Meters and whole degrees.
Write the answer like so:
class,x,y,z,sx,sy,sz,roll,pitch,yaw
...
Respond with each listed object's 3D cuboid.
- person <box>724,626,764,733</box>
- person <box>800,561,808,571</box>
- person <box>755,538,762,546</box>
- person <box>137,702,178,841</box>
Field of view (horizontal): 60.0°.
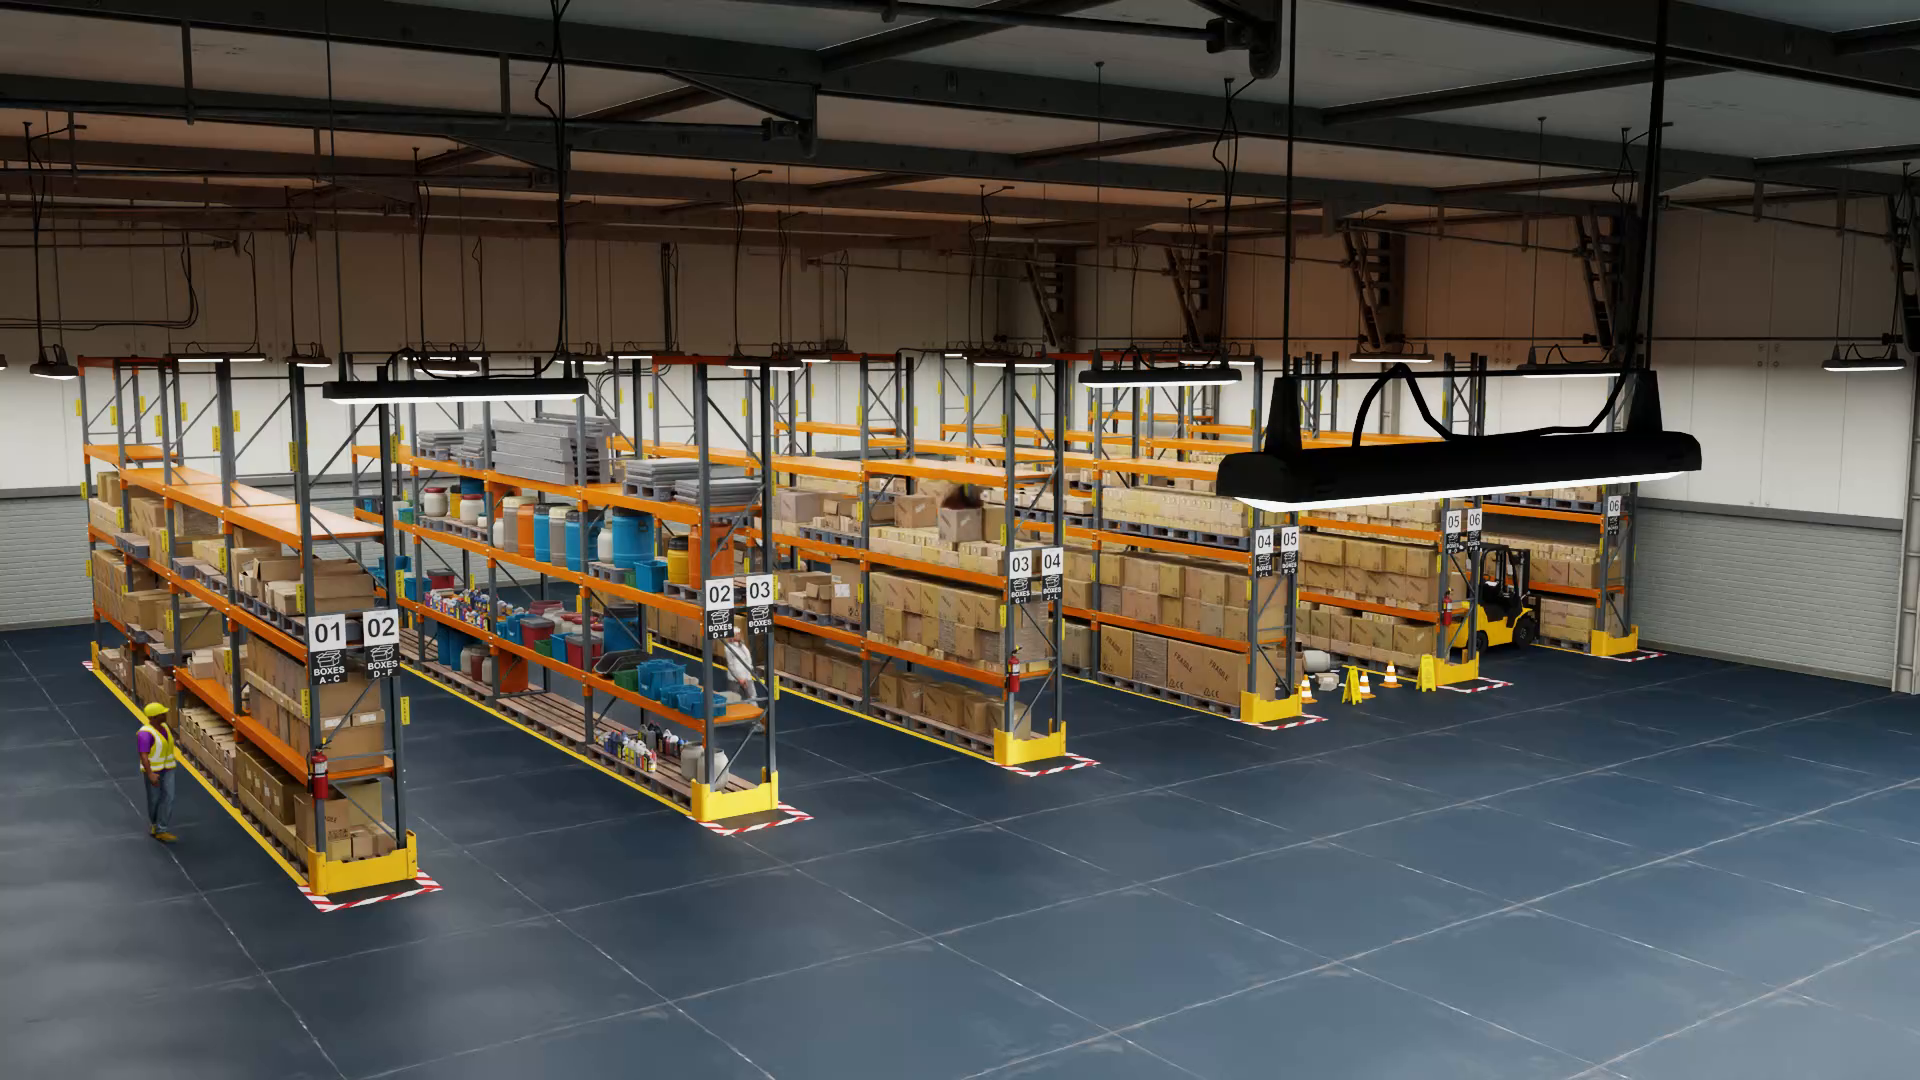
class,x,y,z,sx,sy,sz,roll,pitch,yaw
person,-3.530,2.240,26.770,1.000,1.722,0.537,6,9,42
person,-3.297,1.309,34.140,0.528,1.779,0.648,-1,7,-10
person,-5.127,0.335,42.289,0.620,1.746,1.026,7,10,44
person,-10.147,2.935,21.041,0.723,1.778,0.537,5,9,37
